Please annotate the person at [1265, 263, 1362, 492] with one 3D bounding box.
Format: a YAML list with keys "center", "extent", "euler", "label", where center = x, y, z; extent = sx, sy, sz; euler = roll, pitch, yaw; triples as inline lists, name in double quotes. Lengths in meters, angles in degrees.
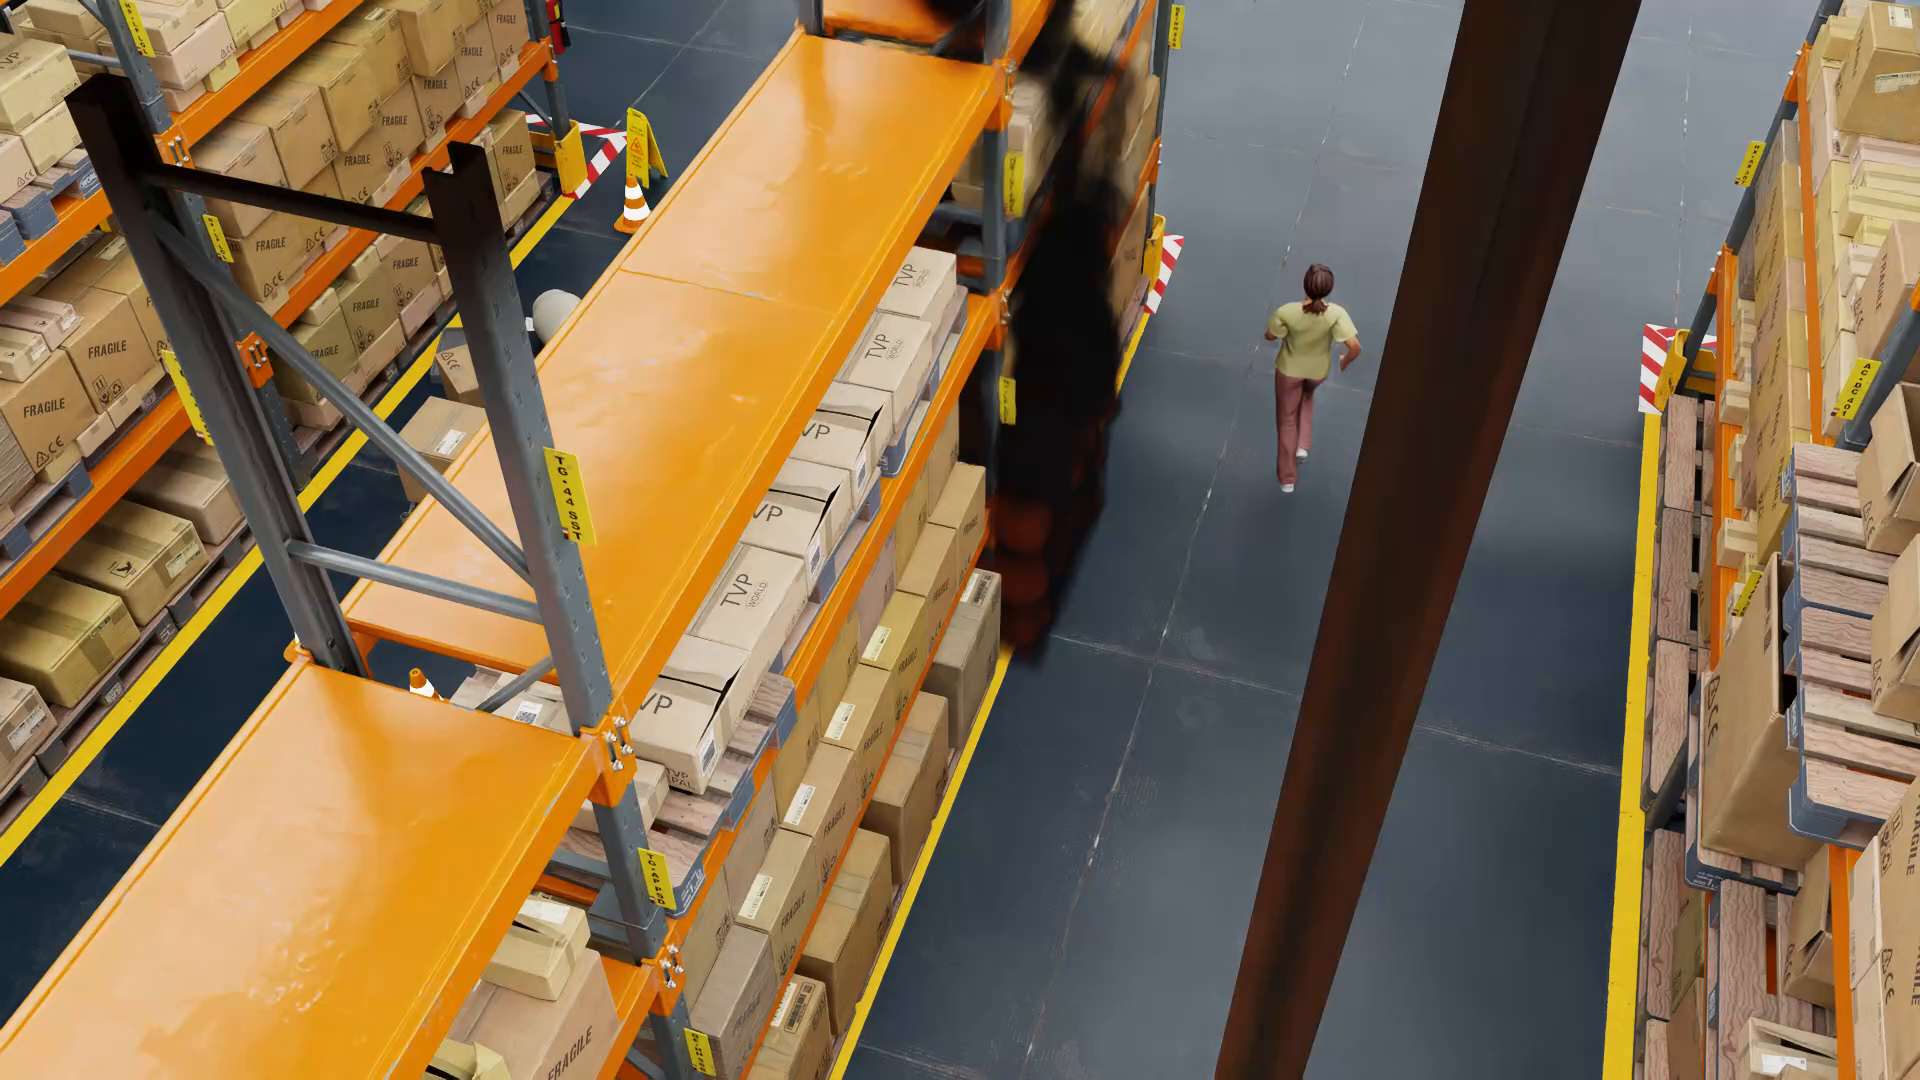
- center: [2.187, -1.080, 10.635]
  extent: [0.549, 1.708, 0.638]
  euler: [-1, 46, -1]
  label: "person"
